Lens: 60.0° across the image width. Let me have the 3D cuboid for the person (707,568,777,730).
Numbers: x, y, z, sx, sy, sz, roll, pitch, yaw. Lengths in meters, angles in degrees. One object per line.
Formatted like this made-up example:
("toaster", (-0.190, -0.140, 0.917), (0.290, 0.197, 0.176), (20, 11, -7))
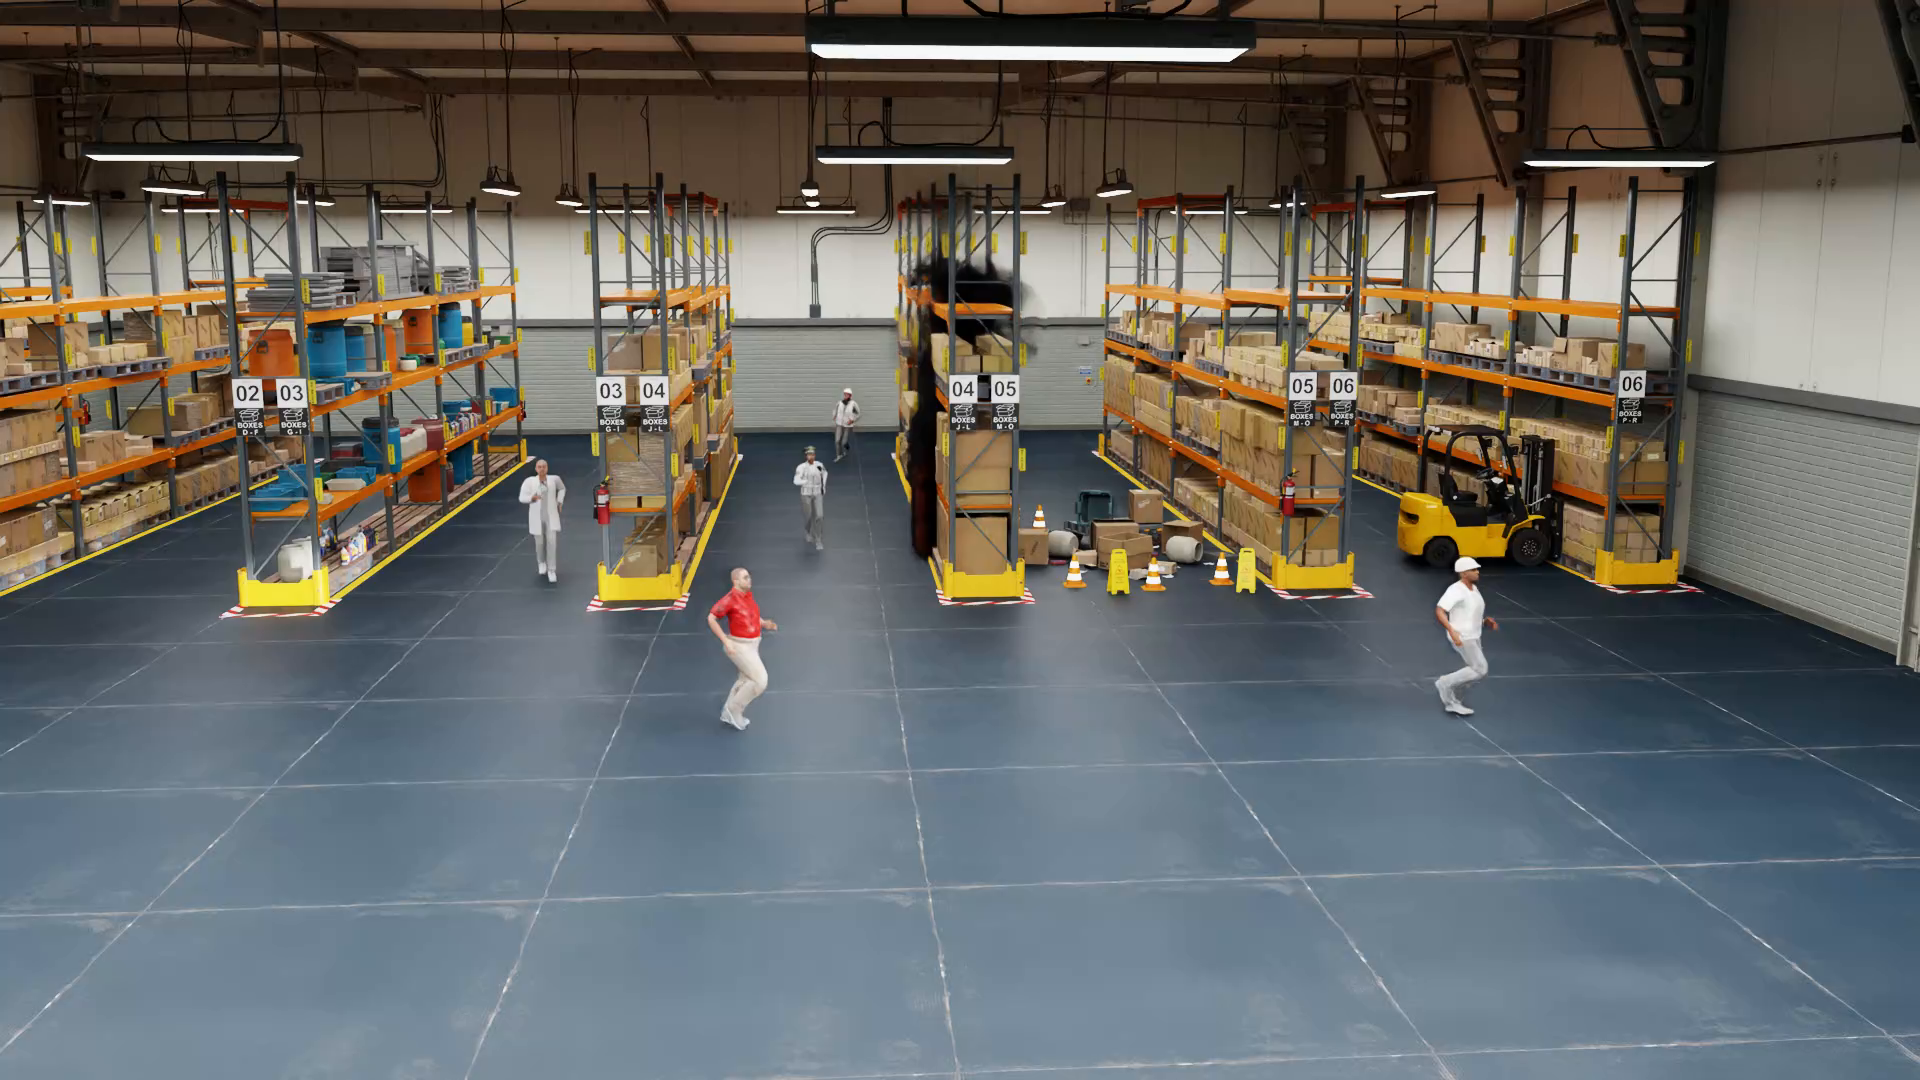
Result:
("person", (-2.225, 1.137, 17.349), (0.666, 1.706, 0.642), (2, 10, 14))

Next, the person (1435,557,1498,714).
("person", (5.456, 1.037, 17.873), (0.576, 1.720, 0.698), (7, 12, 35))

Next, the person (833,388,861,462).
("person", (-2.707, -2.720, 39.232), (0.635, 1.721, 0.637), (3, 10, 17))

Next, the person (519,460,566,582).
("person", (-6.312, -0.325, 25.221), (0.698, 1.794, 0.968), (-3, 10, -15))

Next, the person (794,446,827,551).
("person", (-2.494, -0.718, 27.917), (0.598, 1.753, 0.777), (-2, 10, -12))
